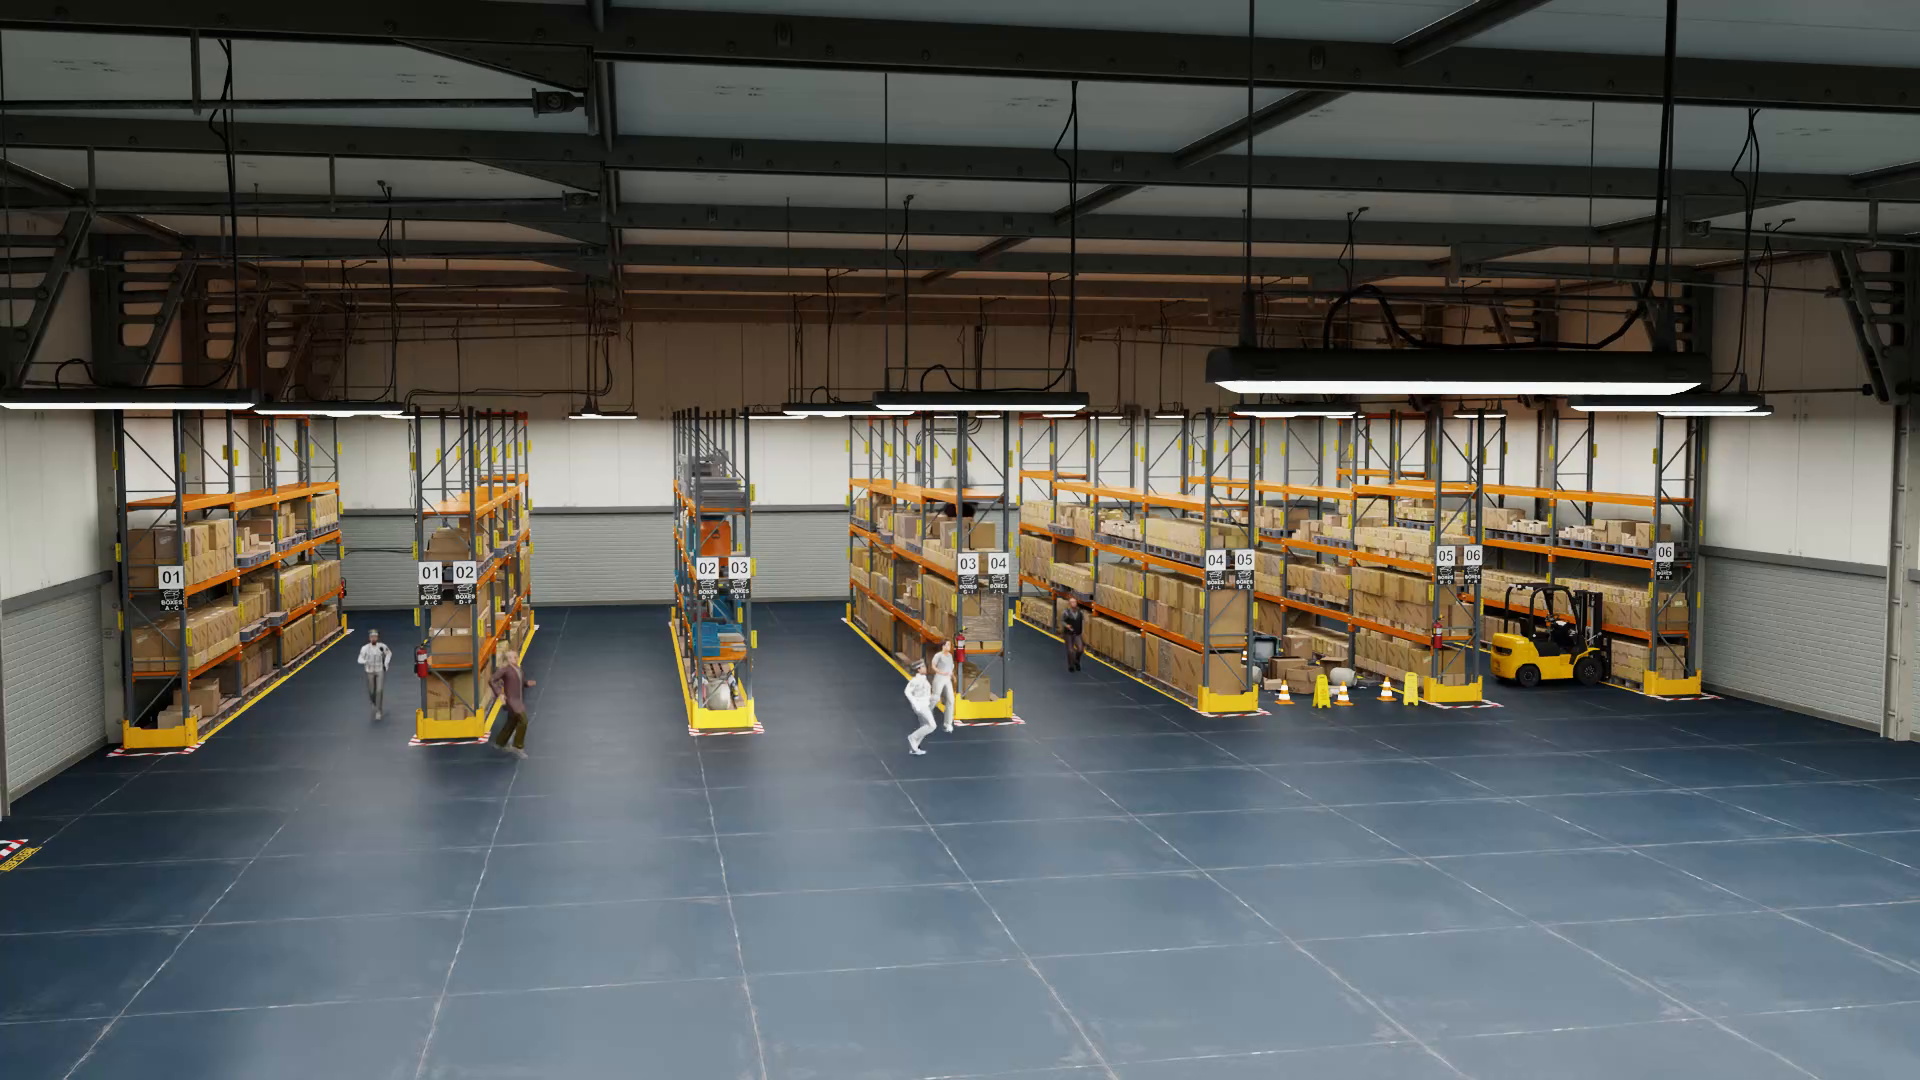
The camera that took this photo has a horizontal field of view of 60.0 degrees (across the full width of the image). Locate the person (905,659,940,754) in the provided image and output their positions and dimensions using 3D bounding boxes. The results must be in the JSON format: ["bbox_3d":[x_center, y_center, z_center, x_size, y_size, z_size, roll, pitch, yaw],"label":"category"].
[{"bbox_3d":[-0.621,2.859,28.539,0.550,1.649,0.600,1,4,12],"label":"person"}]

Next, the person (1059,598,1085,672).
[{"bbox_3d":[2.586,2.178,37.911,0.654,1.694,0.635,-1,4,-11],"label":"person"}]

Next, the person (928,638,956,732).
[{"bbox_3d":[-0.299,2.679,31.037,0.625,1.693,0.804,-4,5,-42],"label":"person"}]

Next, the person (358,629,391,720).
[{"bbox_3d":[-11.310,2.568,32.147,0.612,1.701,0.920,-1,4,-18],"label":"person"}]

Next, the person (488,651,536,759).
[{"bbox_3d":[-7.642,2.817,28.438,0.833,1.846,0.668,1,4,10],"label":"person"}]
